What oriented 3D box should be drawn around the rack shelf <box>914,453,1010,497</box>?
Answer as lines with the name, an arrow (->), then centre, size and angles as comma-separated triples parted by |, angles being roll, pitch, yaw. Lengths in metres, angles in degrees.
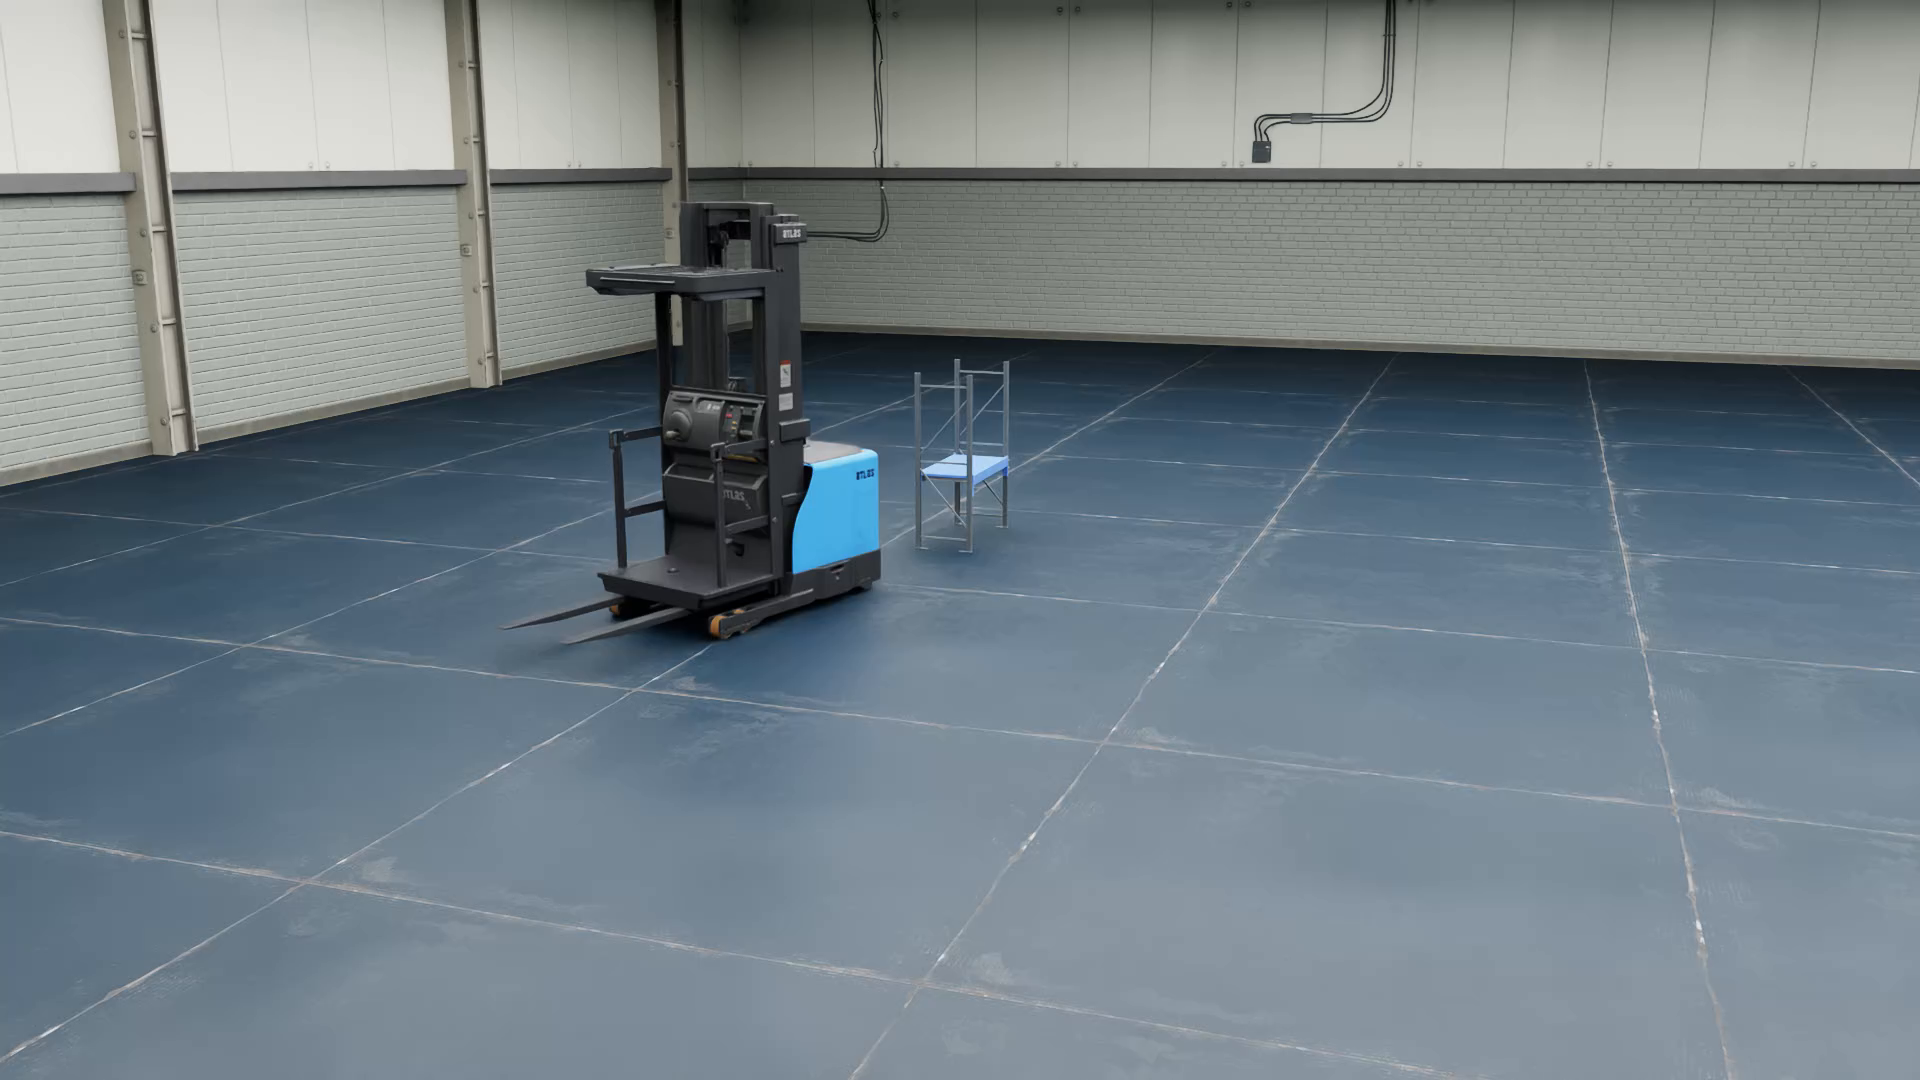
rack shelf -> 0.028, -0.574, 14.440 | 0.538, 0.185, 1.000 | 4, 14, 18

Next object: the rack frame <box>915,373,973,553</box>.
rack frame -> -0.137, -0.642, 13.931 | 0.500, 1.500, 0.032 | 4, 14, 18

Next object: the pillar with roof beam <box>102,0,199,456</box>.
pillar with roof beam -> -4.825, -5.074, 16.496 | 9.100, 9.000, 0.400 | 4, 14, 18

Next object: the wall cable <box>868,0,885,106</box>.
wall cable -> -0.251, -9.189, 30.154 | 3.097, 2.526, 0.112 | 4, 14, 18

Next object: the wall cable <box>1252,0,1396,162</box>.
wall cable -> 6.167, -9.407, 27.836 | 2.305, 6.003, 0.169 | 4, 14, 18

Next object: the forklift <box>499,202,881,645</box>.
forklift -> -1.883, -0.866, 11.693 | 1.130, 2.935, 3.031 | 9, 16, 35

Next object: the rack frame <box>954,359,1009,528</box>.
rack frame -> 0.192, -0.856, 14.869 | 0.500, 1.500, 0.032 | 4, 14, 18

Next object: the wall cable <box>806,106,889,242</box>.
wall cable -> -2.811, -6.922, 31.570 | 3.097, 2.526, 0.112 | 4, 14, 18

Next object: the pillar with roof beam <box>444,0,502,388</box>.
pillar with roof beam -> -2.883, -6.337, 22.031 | 9.100, 9.000, 0.400 | 4, 14, 18

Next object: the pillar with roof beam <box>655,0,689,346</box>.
pillar with roof beam -> -0.942, -7.601, 27.565 | 9.100, 9.000, 0.400 | 4, 14, 18

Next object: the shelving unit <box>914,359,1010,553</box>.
shelving unit -> 0.028, -0.749, 14.400 | 0.538, 1.500, 1.048 | 4, 14, 18
